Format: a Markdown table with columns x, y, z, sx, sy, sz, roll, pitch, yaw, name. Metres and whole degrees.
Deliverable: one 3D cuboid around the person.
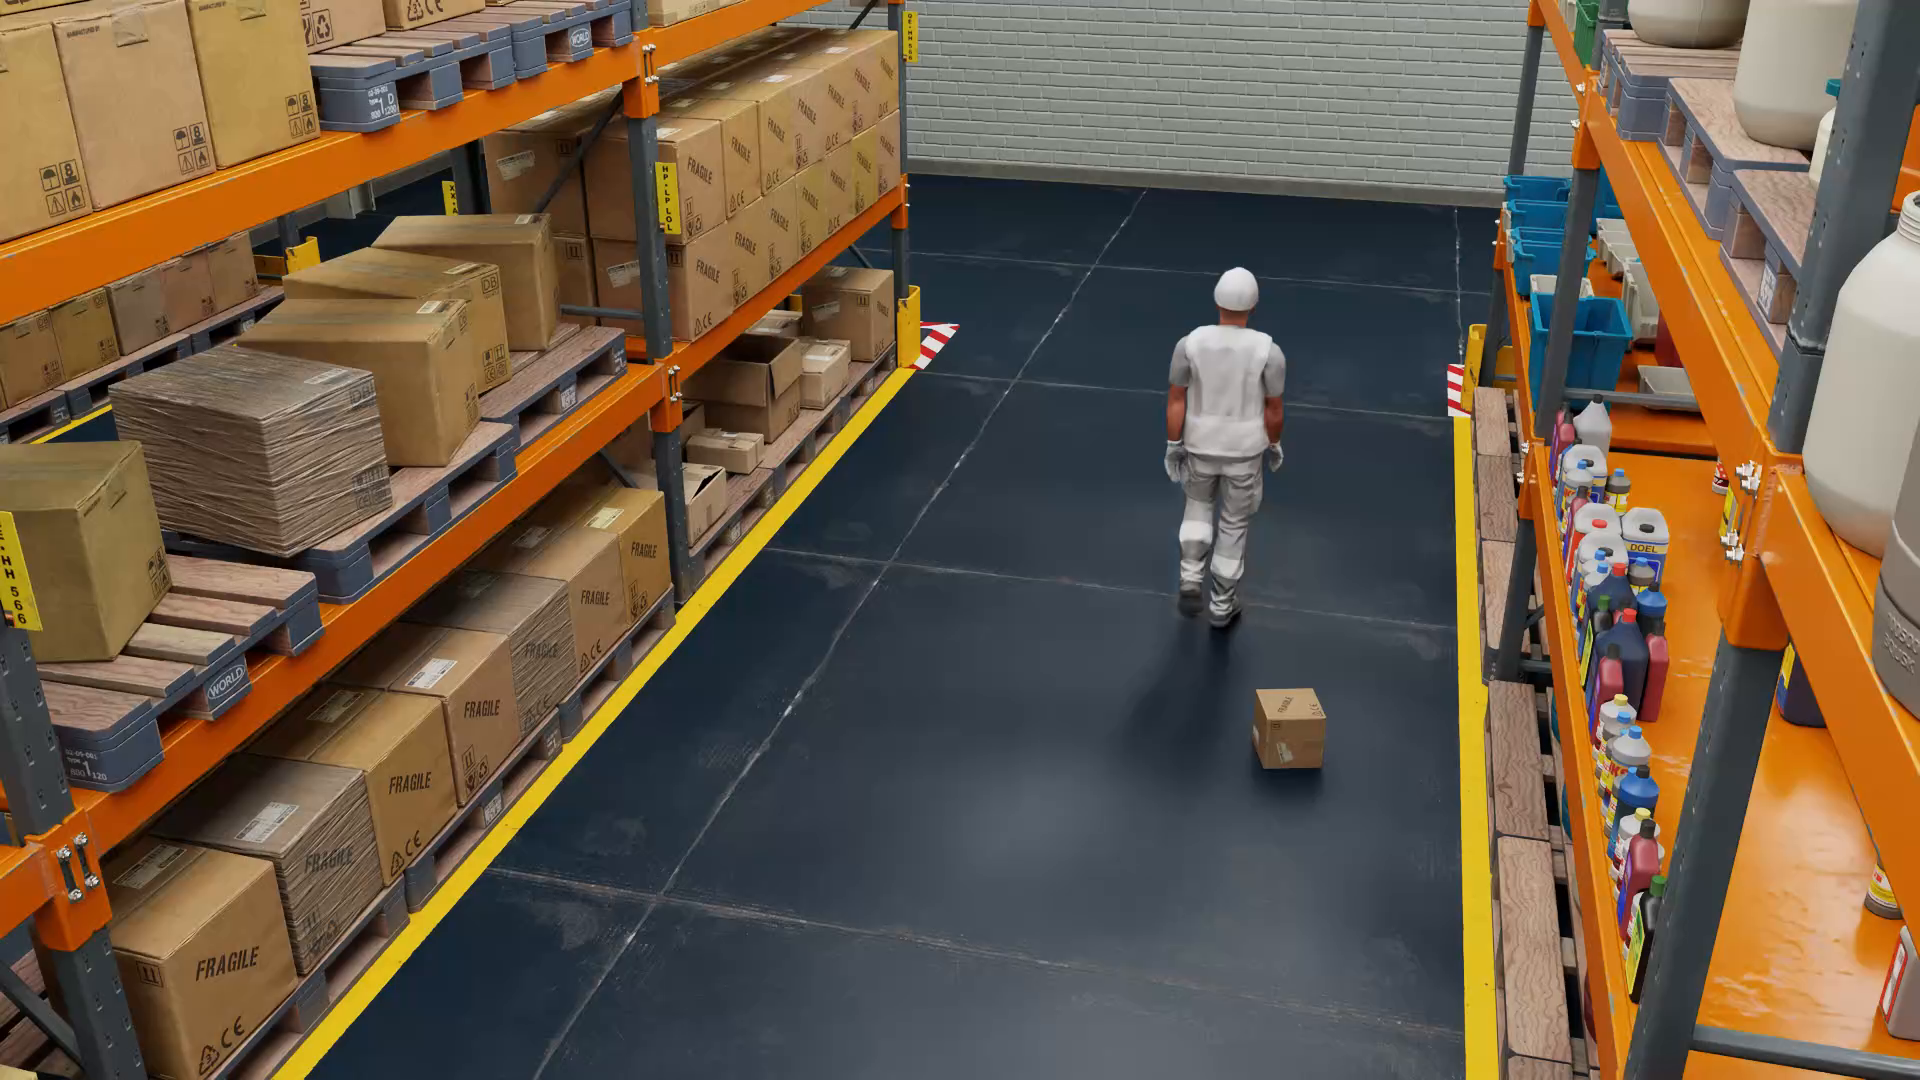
| x | y | z | sx | sy | sz | roll | pitch | yaw | name |
| --- | --- | --- | --- | --- | --- | --- | --- | --- | --- |
| 1.270 | -0.445 | 7.986 | 0.539 | 1.798 | 0.449 | 9 | 27 | 19 | person |
